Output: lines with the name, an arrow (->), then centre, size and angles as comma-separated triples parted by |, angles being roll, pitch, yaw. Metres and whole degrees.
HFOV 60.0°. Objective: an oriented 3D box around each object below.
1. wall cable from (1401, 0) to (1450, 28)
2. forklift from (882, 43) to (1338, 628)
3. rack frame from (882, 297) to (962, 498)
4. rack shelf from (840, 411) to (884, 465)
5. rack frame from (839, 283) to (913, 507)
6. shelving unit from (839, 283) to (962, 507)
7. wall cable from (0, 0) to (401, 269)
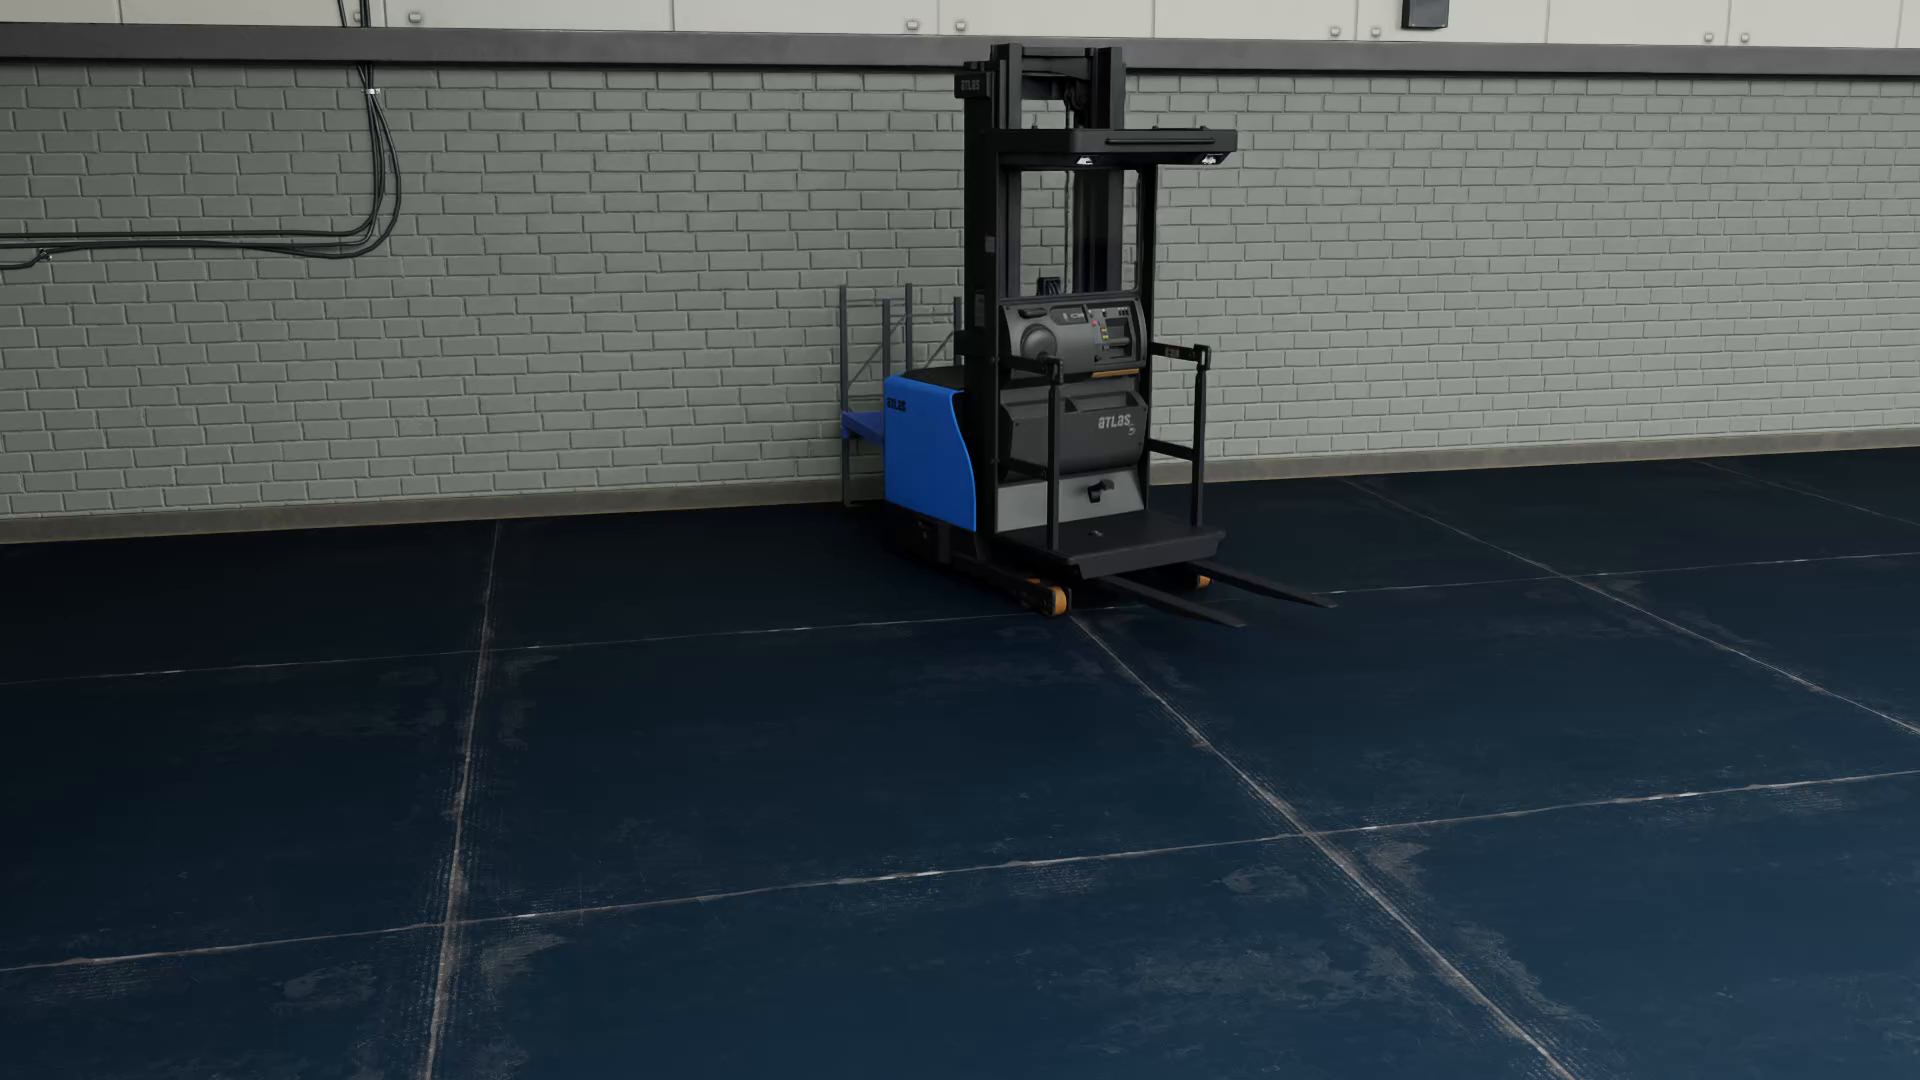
wall cable -> 4.245, -6.572, 11.200 | 2.305, 6.003, 0.169 | -3, 14, -13
forklift -> 0.753, -1.145, 8.936 | 1.130, 2.935, 3.031 | -9, 16, -32
rack frame -> -0.231, -0.748, 10.330 | 0.500, 1.500, 0.032 | -5, 14, -18
rack shelf -> -0.395, -0.688, 10.840 | 0.538, 0.185, 1.000 | -5, 14, -18
rack frame -> -0.559, -0.977, 11.264 | 0.500, 1.500, 0.032 | -5, 14, -18
shelving unit -> -0.395, -0.862, 10.797 | 0.538, 1.500, 1.048 | -5, 14, -18
wall cable -> -4.987, -2.886, 9.821 | 3.097, 2.526, 0.112 | -3, 14, -13
